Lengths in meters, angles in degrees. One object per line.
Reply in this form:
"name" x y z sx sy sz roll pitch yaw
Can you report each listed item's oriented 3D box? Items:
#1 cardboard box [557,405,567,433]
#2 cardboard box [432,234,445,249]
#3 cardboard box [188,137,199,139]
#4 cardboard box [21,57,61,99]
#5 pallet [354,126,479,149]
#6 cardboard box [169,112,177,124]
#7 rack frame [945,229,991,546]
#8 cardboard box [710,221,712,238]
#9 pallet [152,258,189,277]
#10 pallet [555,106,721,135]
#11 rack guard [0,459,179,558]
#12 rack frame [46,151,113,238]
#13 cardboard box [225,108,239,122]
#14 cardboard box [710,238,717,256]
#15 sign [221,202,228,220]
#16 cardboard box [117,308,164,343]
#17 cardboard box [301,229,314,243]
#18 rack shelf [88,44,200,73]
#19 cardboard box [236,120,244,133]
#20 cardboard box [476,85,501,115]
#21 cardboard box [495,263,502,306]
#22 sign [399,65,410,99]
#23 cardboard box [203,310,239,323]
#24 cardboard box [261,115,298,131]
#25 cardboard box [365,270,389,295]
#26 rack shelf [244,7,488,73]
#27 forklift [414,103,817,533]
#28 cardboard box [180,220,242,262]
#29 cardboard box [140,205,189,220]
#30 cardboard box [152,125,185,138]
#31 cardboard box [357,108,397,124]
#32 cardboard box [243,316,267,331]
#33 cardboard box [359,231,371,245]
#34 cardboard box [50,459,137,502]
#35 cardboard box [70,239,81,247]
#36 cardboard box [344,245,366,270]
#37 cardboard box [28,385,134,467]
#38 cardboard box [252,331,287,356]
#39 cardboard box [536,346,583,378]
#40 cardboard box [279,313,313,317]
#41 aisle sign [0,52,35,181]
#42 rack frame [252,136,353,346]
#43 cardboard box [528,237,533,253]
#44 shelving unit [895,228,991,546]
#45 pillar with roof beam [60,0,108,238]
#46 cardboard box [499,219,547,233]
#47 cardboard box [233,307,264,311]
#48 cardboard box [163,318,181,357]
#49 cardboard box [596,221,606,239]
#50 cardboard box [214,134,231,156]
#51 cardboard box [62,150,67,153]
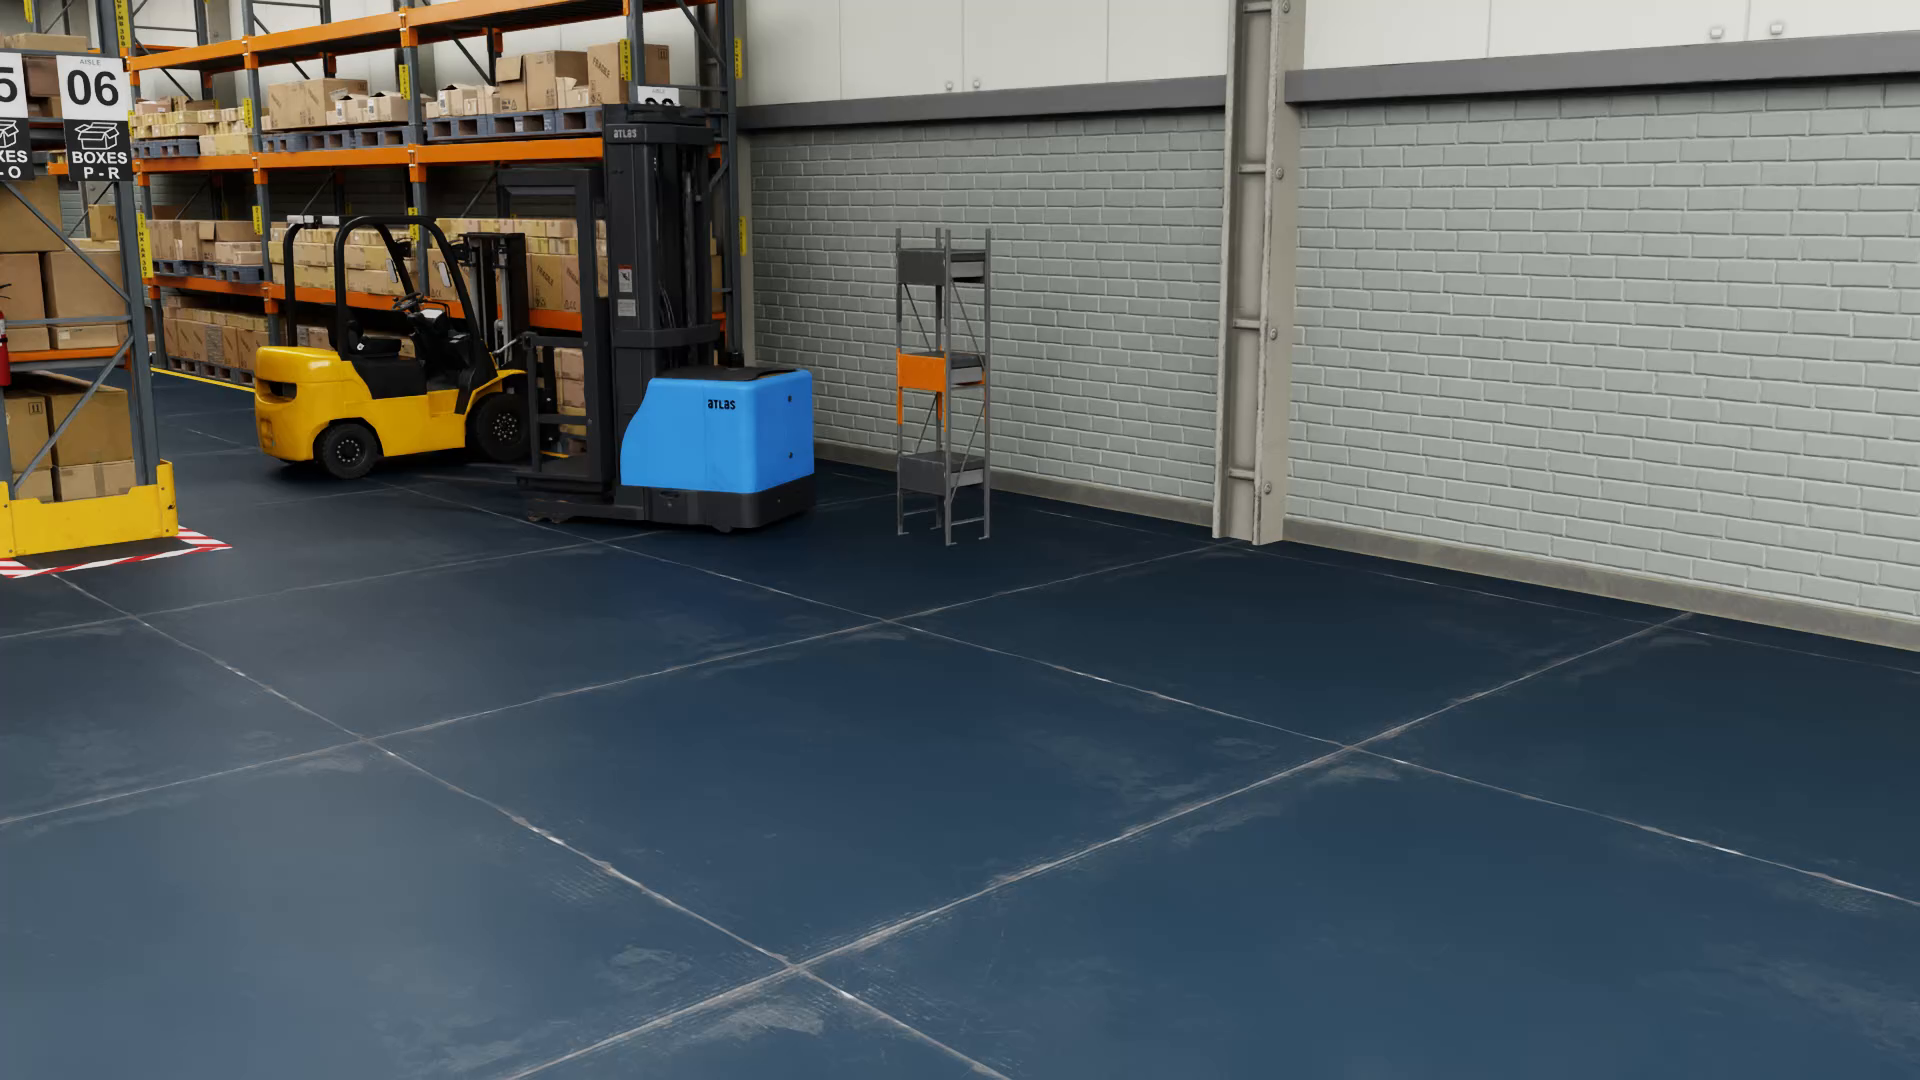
"cardboard box" -3.554 -1.163 15.394 0.500 0.250 0.500 -11 16 -42
"cardboard box" -5.058 -2.998 16.675 0.380 0.149 0.250 -11 16 -43
"cardboard box" -9.974 -5.378 21.984 0.250 0.149 0.380 11 16 43
"cardboard box" -6.067 -3.091 11.180 0.500 0.250 0.500 -11 16 -44
"pallet" -5.706 -4.217 17.487 1.217 0.209 0.805 11 16 43
"cardboard box" -9.784 -5.345 21.087 0.380 0.149 0.250 -11 16 -42
"rack frame" 0.054 -1.017 11.144 0.400 2.100 0.015 -11 16 -43
"cardboard box" -2.403 -2.722 14.598 0.380 0.149 0.250 -11 16 -44
"pallet" -10.139 -3.656 22.201 1.003 0.211 1.213 -11 16 -43
"pallet" -2.795 -3.664 14.545 1.003 0.211 1.213 -11 16 -43
"rack guard" -5.965 -0.225 11.267 1.175 0.500 0.348 -11 16 -43
"rack frame" -13.375 -4.466 25.655 1.000 3.000 0.127 -11 16 -43
"cardboard box" -8.627 -5.129 20.085 0.250 0.149 0.380 11 16 43
"cardboard box" -2.372 -2.583 14.661 0.250 0.149 0.380 11 16 44
"sign" -10.213 -4.527 23.082 0.100 0.325 0.005 -11 16 -43
"cardboard box" -11.742 -3.063 24.000 0.500 0.500 0.700 11 16 43
"cardboard box" -7.272 -3.468 18.958 0.380 0.149 0.250 -11 16 -42
"rack shelf" -11.994 -6.758 23.706 1.077 0.370 4.000 -11 16 -43
"cardboard box" -8.434 -4.948 19.945 0.250 0.149 0.380 11 16 44
"cardboard box" -4.282 -4.114 15.556 0.258 0.266 0.396 11 16 44
"cardboard box" -4.248 -2.515 15.938 0.500 0.500 0.500 -11 16 -43
"sign" -5.473 -4.514 16.394 0.100 0.325 0.005 -11 16 -43
"cardboard box" -9.610 -2.910 21.649 0.380 0.149 0.250 -10 15 -41
"cardboard box" -7.829 -4.815 19.204 0.380 0.166 0.250 -11 16 -43
"cardboard box" -5.976 -2.751 17.702 0.500 0.250 0.500 -11 16 -43
"rack shelf" -6.469 -5.397 18.079 1.077 0.370 4.000 -11 16 -43
"forklift" -2.630 -1.651 12.159 3.031 2.935 1.130 5 12 21
"cardboard box" -9.540 -3.845 21.352 0.700 0.500 0.500 -11 16 -43
"cardboard box" -11.448 -4.576 23.966 0.500 0.500 0.500 11 16 44
"cardboard box" -10.181 -5.269 21.454 0.380 0.149 0.250 -11 16 -42
"cardboard box" -6.067 -4.434 17.398 0.380 0.149 0.250 -11 16 -43
"cardboard box" -8.585 -2.670 20.483 0.250 0.149 0.380 11 16 42
"cardboard box" -6.220 -3.245 17.875 0.250 0.149 0.380 11 16 44
"cardboard box" -6.270 -0.454 11.954 0.500 0.250 0.500 -11 16 -43
"cardboard box" -12.908 -4.361 24.779 0.500 0.250 0.500 -11 16 -42
"cardboard box" -6.321 -3.072 18.019 0.500 0.250 0.500 -10 16 -41
"cardboard box" -6.287 -0.825 11.895 0.500 0.500 0.500 11 16 43
"cardboard box" -8.298 -2.312 20.352 0.500 0.500 0.500 -10 15 -41
"cardboard box" -3.581 -1.649 15.279 0.500 0.250 0.500 -11 16 -42
"cardboard box" -8.379 -2.785 21.041 0.380 0.149 0.250 -11 16 -42
"aisle sign" -6.080 -2.662 10.458 0.394 0.787 0.004 -11 16 -43
"rack frame" -7.850 -3.298 19.988 1.000 3.000 0.127 -11 16 -43
"cardboard box" -3.778 -2.742 15.431 0.380 0.149 0.250 -11 16 -43
"shelving unit" -0.114 -1.053 11.317 0.431 2.100 0.503 -11 16 -43
"pillar with roof beam" -17.698 -7.323 24.657 9.100 9.000 0.400 -11 16 -43
"cardboard box" -4.135 -2.962 15.763 0.380 0.149 0.250 -11 16 -43
"cardboard box" -9.443 -3.014 22.156 0.380 0.149 0.250 -10 16 -41
"cardboard box" -10.441 -2.762 22.536 0.500 0.500 0.500 -10 15 -40
"cardboard box" -3.118 -2.732 14.647 0.380 0.149 0.250 -10 16 -41
"cardboard box" -8.728 -4.808 20.255 0.500 0.250 0.500 -11 16 -42
"cardboard box" -12.900 -5.833 24.492 0.500 0.250 0.500 -10 16 -41
